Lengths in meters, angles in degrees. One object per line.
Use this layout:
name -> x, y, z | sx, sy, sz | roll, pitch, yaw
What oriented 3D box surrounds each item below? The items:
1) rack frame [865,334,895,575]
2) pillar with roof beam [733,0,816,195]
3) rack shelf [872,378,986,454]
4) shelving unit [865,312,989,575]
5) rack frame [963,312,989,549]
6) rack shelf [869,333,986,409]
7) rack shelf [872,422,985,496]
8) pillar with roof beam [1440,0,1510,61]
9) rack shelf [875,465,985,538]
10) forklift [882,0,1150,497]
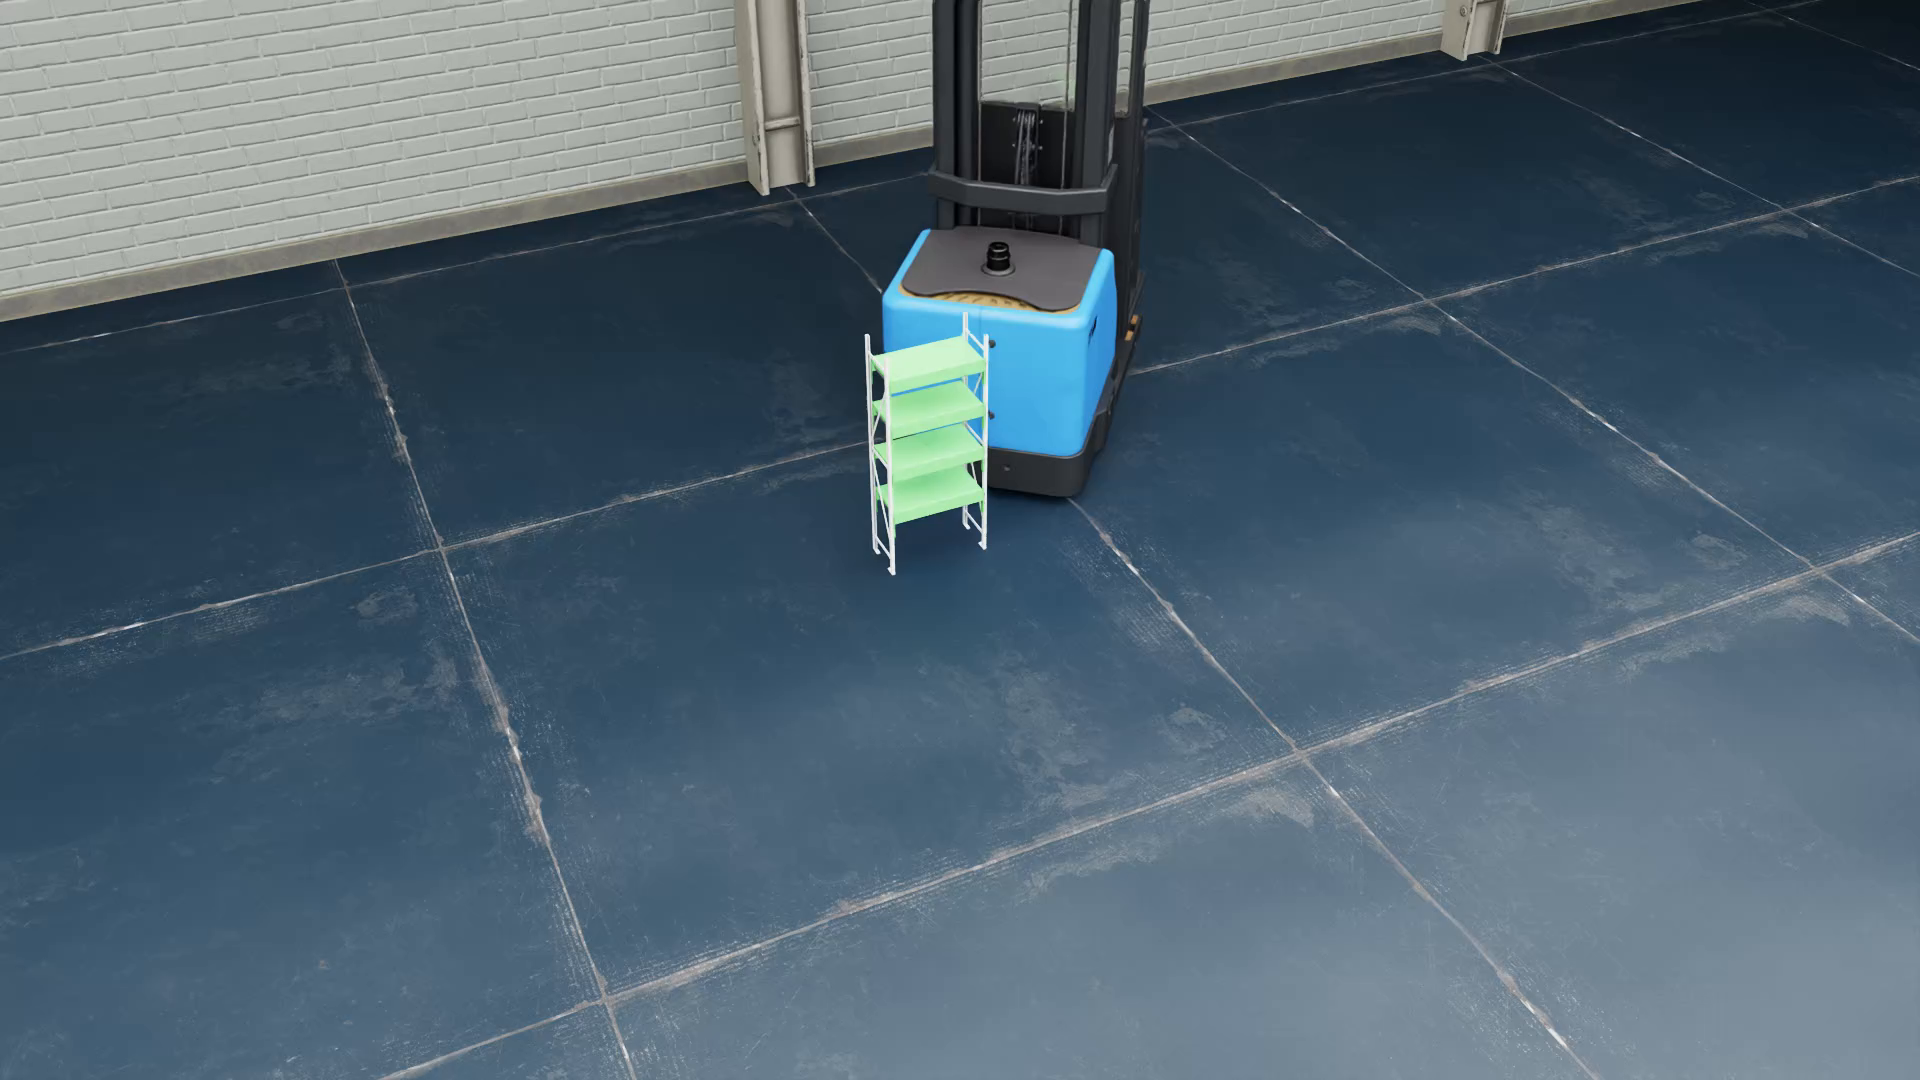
rack frame -> -0.371, -0.378, 7.753 | 0.015, 1.200, 0.240 | -16, 39, -20
pillar with roof beam -> 0.580, -3.796, 5.815 | 0.400, 9.000, 9.100 | -16, 39, -20
rack shelf -> -0.150, -0.581, 7.731 | 0.480, 0.148, 0.258 | -16, 39, -20
shelving unit -> -0.150, -0.440, 7.836 | 0.503, 1.200, 0.258 | -16, 39, -20
rack frame -> 0.071, -0.502, 7.919 | 0.015, 1.200, 0.240 | -16, 39, -20
rack shelf -> -0.150, -0.774, 7.588 | 0.480, 0.148, 0.258 | -16, 39, -20
rack shelf -> -0.150, -0.389, 7.874 | 0.480, 0.148, 0.258 | -16, 39, -20
pillar with roof beam -> 6.012, -5.315, 7.862 | 0.400, 9.000, 9.100 | -16, 39, -20
rack shelf -> -0.150, -0.196, 8.017 | 0.480, 0.148, 0.258 | -16, 39, -20
forklift -> 0.458, -2.274, 8.856 | 1.130, 2.935, 3.031 | 8, 37, 11
